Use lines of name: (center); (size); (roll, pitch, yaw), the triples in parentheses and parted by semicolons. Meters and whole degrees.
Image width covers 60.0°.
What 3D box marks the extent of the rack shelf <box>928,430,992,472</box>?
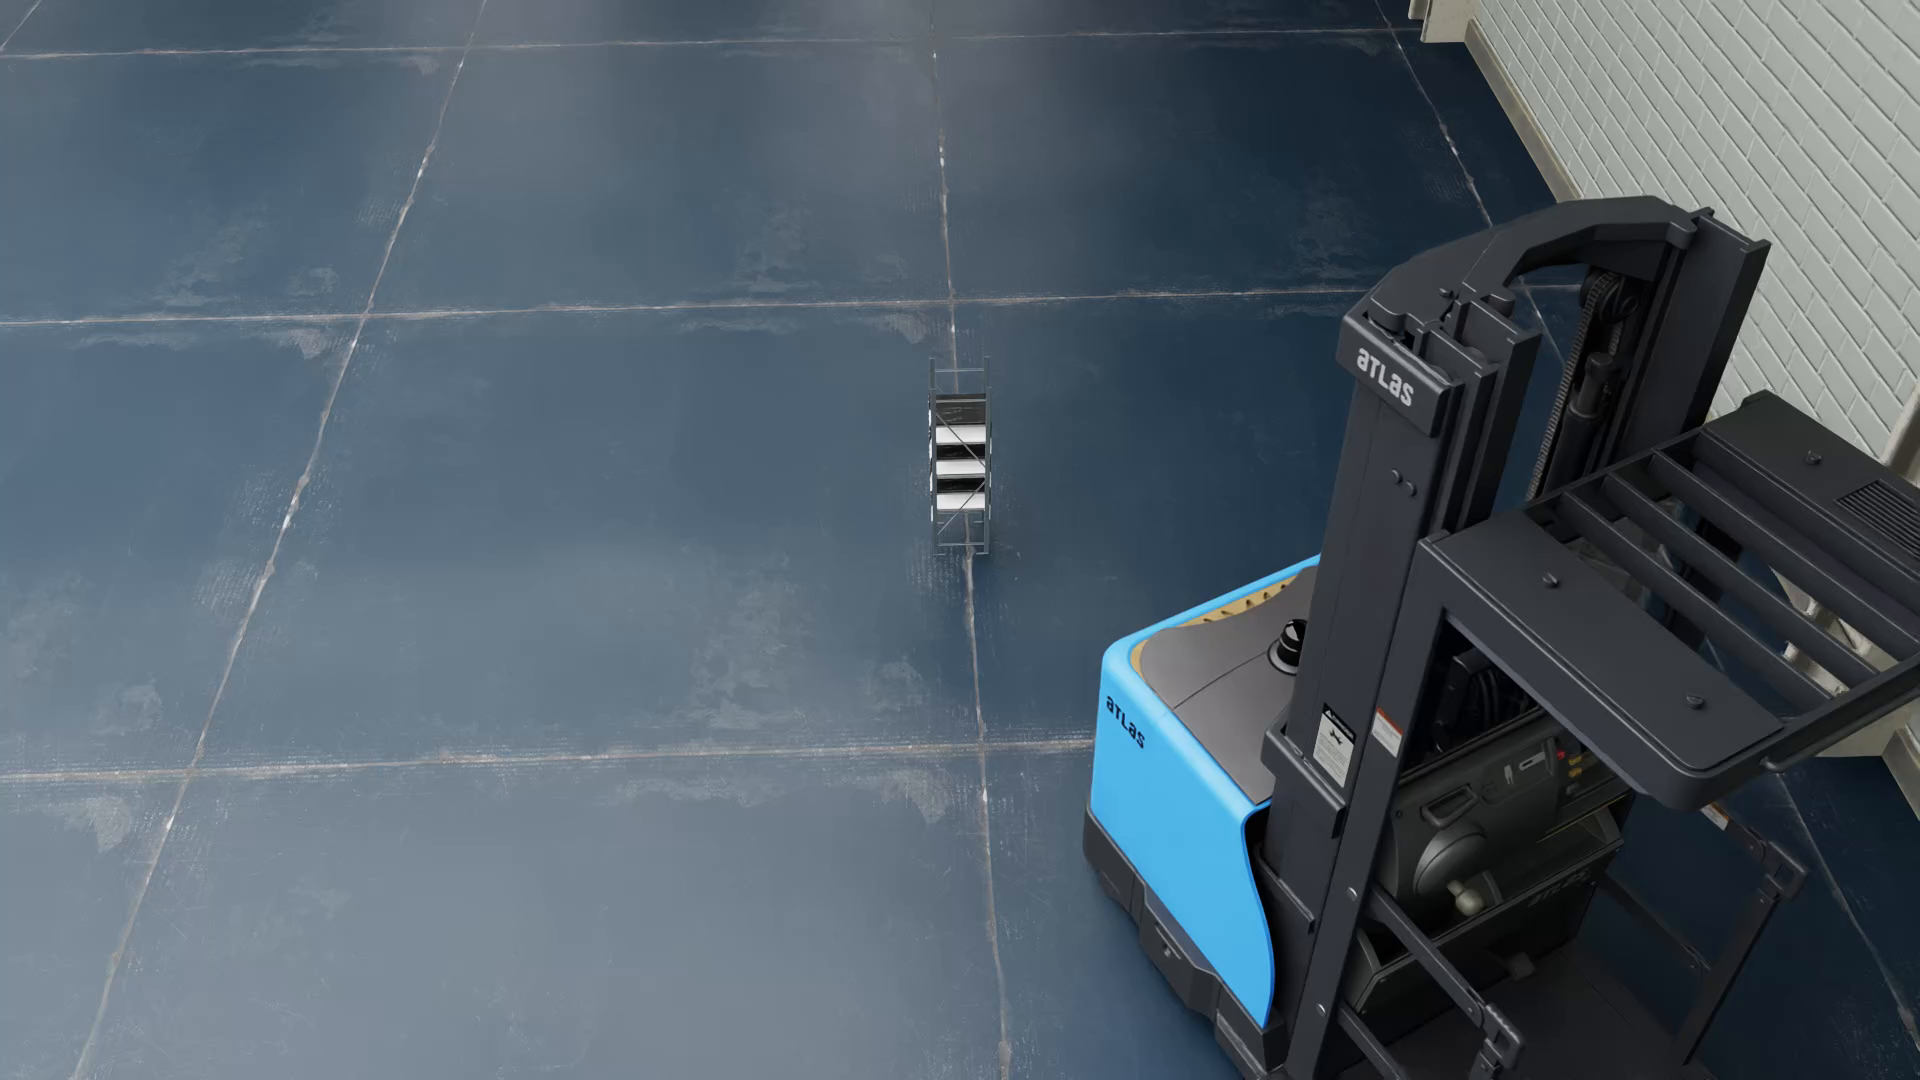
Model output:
rack shelf: (0.000, -0.379, 6.914); (0.258, 0.077, 0.200); (-2, 43, -2)

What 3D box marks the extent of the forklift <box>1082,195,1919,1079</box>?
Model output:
forklift: (1.604, 0.756, 4.256); (1.130, 2.935, 3.031); (-21, 47, -21)

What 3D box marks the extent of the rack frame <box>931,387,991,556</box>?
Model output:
rack frame: (0.004, -0.269, 6.877); (0.240, 0.900, 0.006); (-2, 43, -2)

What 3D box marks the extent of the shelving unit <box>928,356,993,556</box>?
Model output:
shelving unit: (0.000, -0.337, 6.952); (0.258, 0.900, 0.210); (-2, 43, -2)

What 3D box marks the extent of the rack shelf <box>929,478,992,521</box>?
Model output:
rack shelf: (0.000, -0.180, 7.096); (0.258, 0.077, 0.200); (-2, 43, -2)

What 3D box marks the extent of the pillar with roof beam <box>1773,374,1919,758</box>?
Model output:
pillar with roof beam: (-0.908, -2.502, 3.320); (9.100, 9.000, 0.400); (-2, 43, -2)

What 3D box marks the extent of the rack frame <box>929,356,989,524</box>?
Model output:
rack frame: (-0.005, -0.406, 7.027); (0.240, 0.900, 0.006); (-2, 43, -2)

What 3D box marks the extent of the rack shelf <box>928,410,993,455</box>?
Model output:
rack shelf: (0.000, -0.445, 6.853); (0.258, 0.077, 0.200); (-2, 43, -2)

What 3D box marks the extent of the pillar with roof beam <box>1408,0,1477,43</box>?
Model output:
pillar with roof beam: (-1.162, -6.553, 7.739); (9.100, 9.000, 0.400); (-2, 43, -2)

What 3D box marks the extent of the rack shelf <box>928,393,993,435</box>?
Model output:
rack shelf: (0.000, -0.512, 6.792); (0.258, 0.077, 0.200); (-2, 43, -2)

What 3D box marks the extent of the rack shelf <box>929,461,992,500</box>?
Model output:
rack shelf: (0.000, -0.246, 7.035); (0.258, 0.077, 0.200); (-2, 43, -2)

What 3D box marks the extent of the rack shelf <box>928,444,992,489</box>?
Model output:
rack shelf: (0.000, -0.313, 6.974); (0.258, 0.077, 0.200); (-2, 43, -2)
